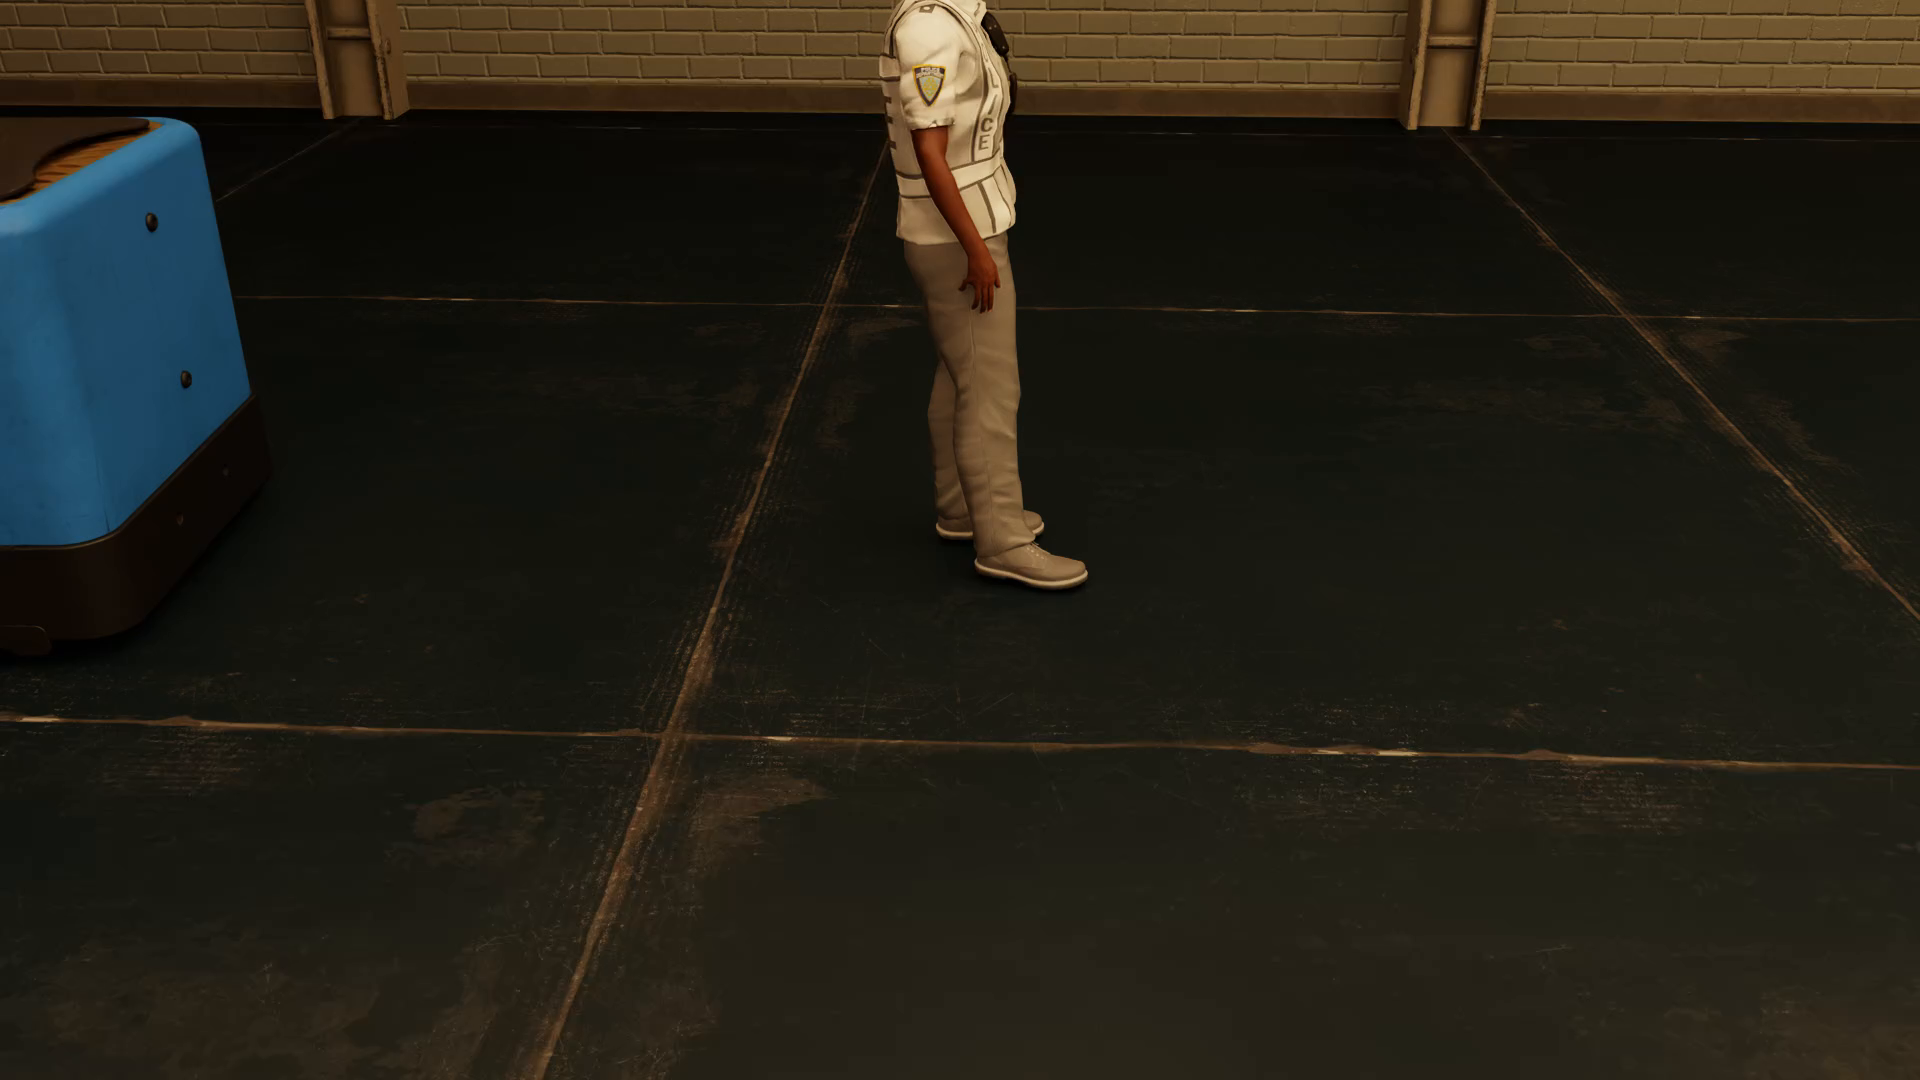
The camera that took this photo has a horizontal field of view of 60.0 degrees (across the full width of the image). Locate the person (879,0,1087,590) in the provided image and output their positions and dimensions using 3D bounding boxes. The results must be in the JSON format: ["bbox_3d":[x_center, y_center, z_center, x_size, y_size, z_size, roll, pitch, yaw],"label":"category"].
[{"bbox_3d":[0.074,-0.756,4.123,0.528,1.695,0.569,1,26,2],"label":"person"}]

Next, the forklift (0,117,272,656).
[{"bbox_3d":[-3.470,-1.237,3.717,3.031,2.935,1.130,0,26,-1],"label":"forklift"}]
